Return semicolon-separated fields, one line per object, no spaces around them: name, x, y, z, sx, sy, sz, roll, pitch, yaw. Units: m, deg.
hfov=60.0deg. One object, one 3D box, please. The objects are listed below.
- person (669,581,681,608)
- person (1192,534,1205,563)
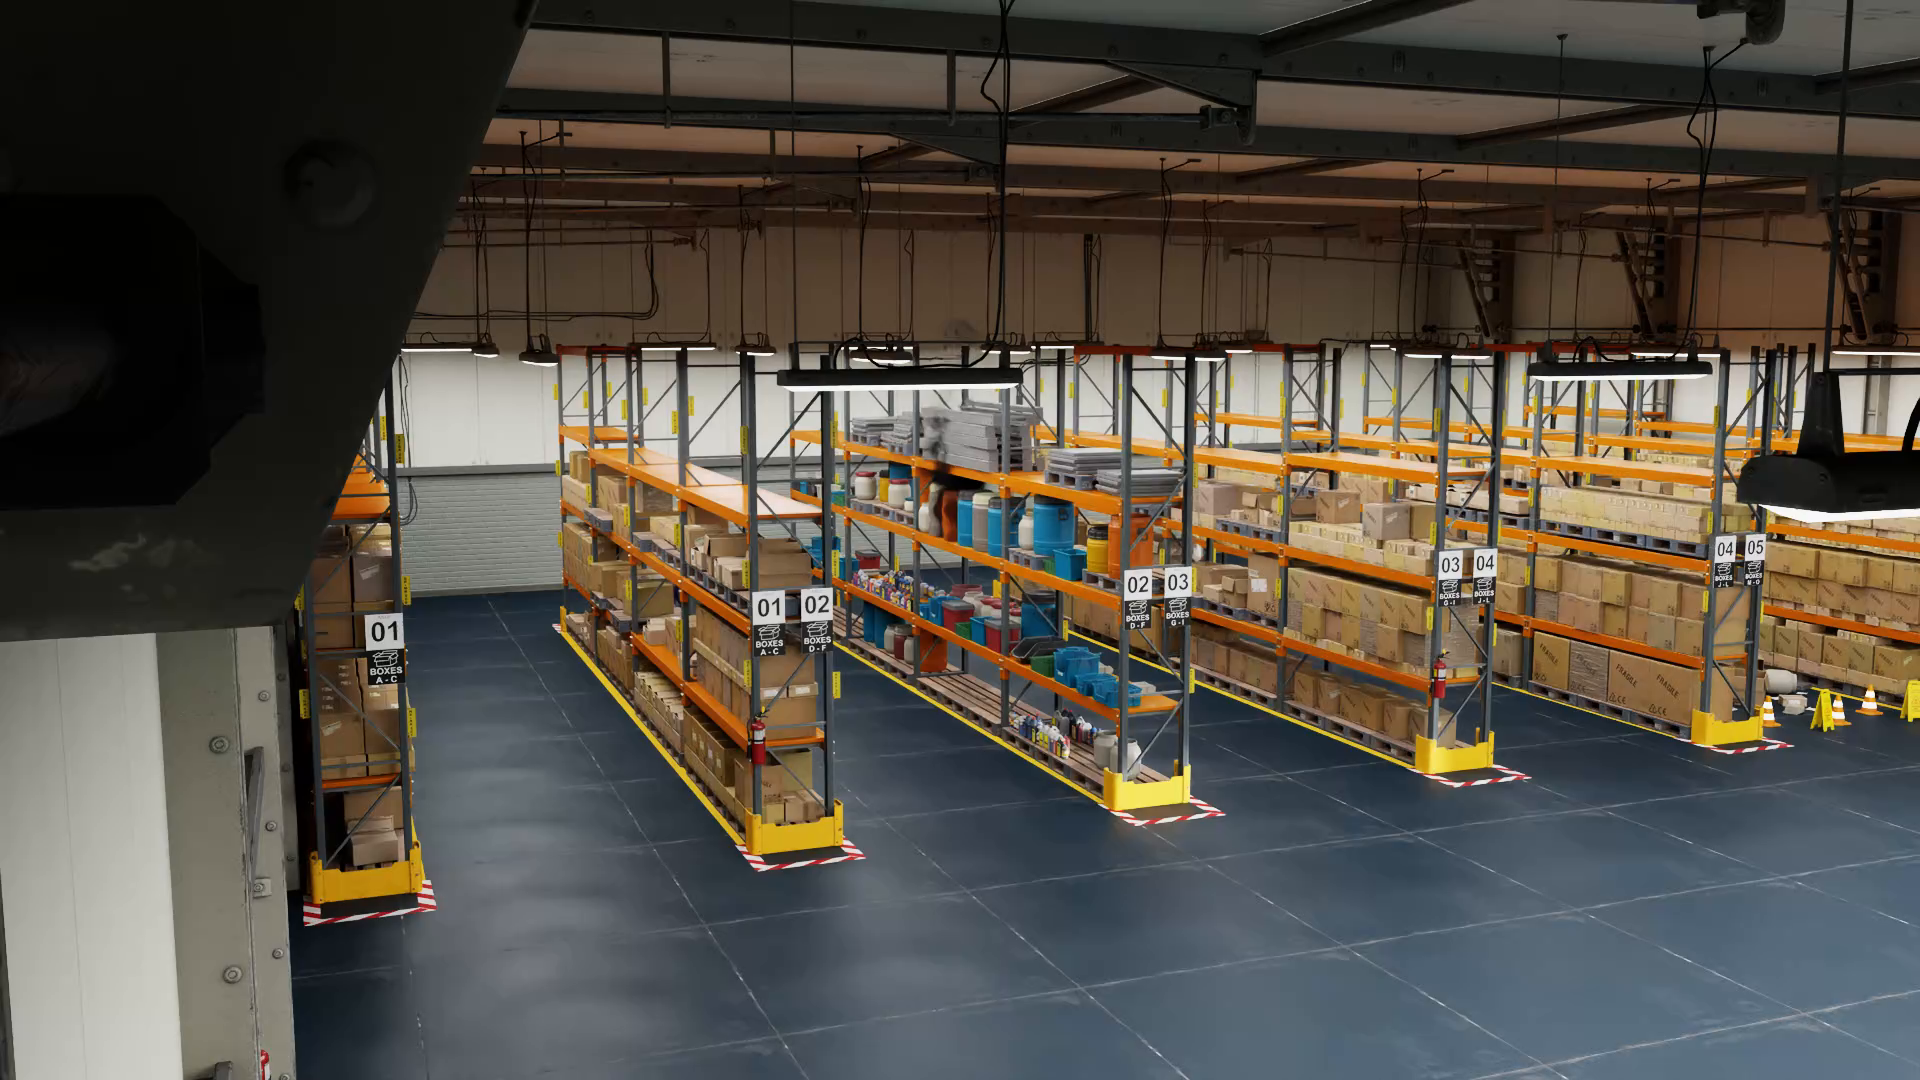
person;-6.037;1.079;35.100;0.638;1.604;0.526;-5;9;-32
person;5.255;0.690;37.579;0.679;1.738;0.599;-3;8;-21
